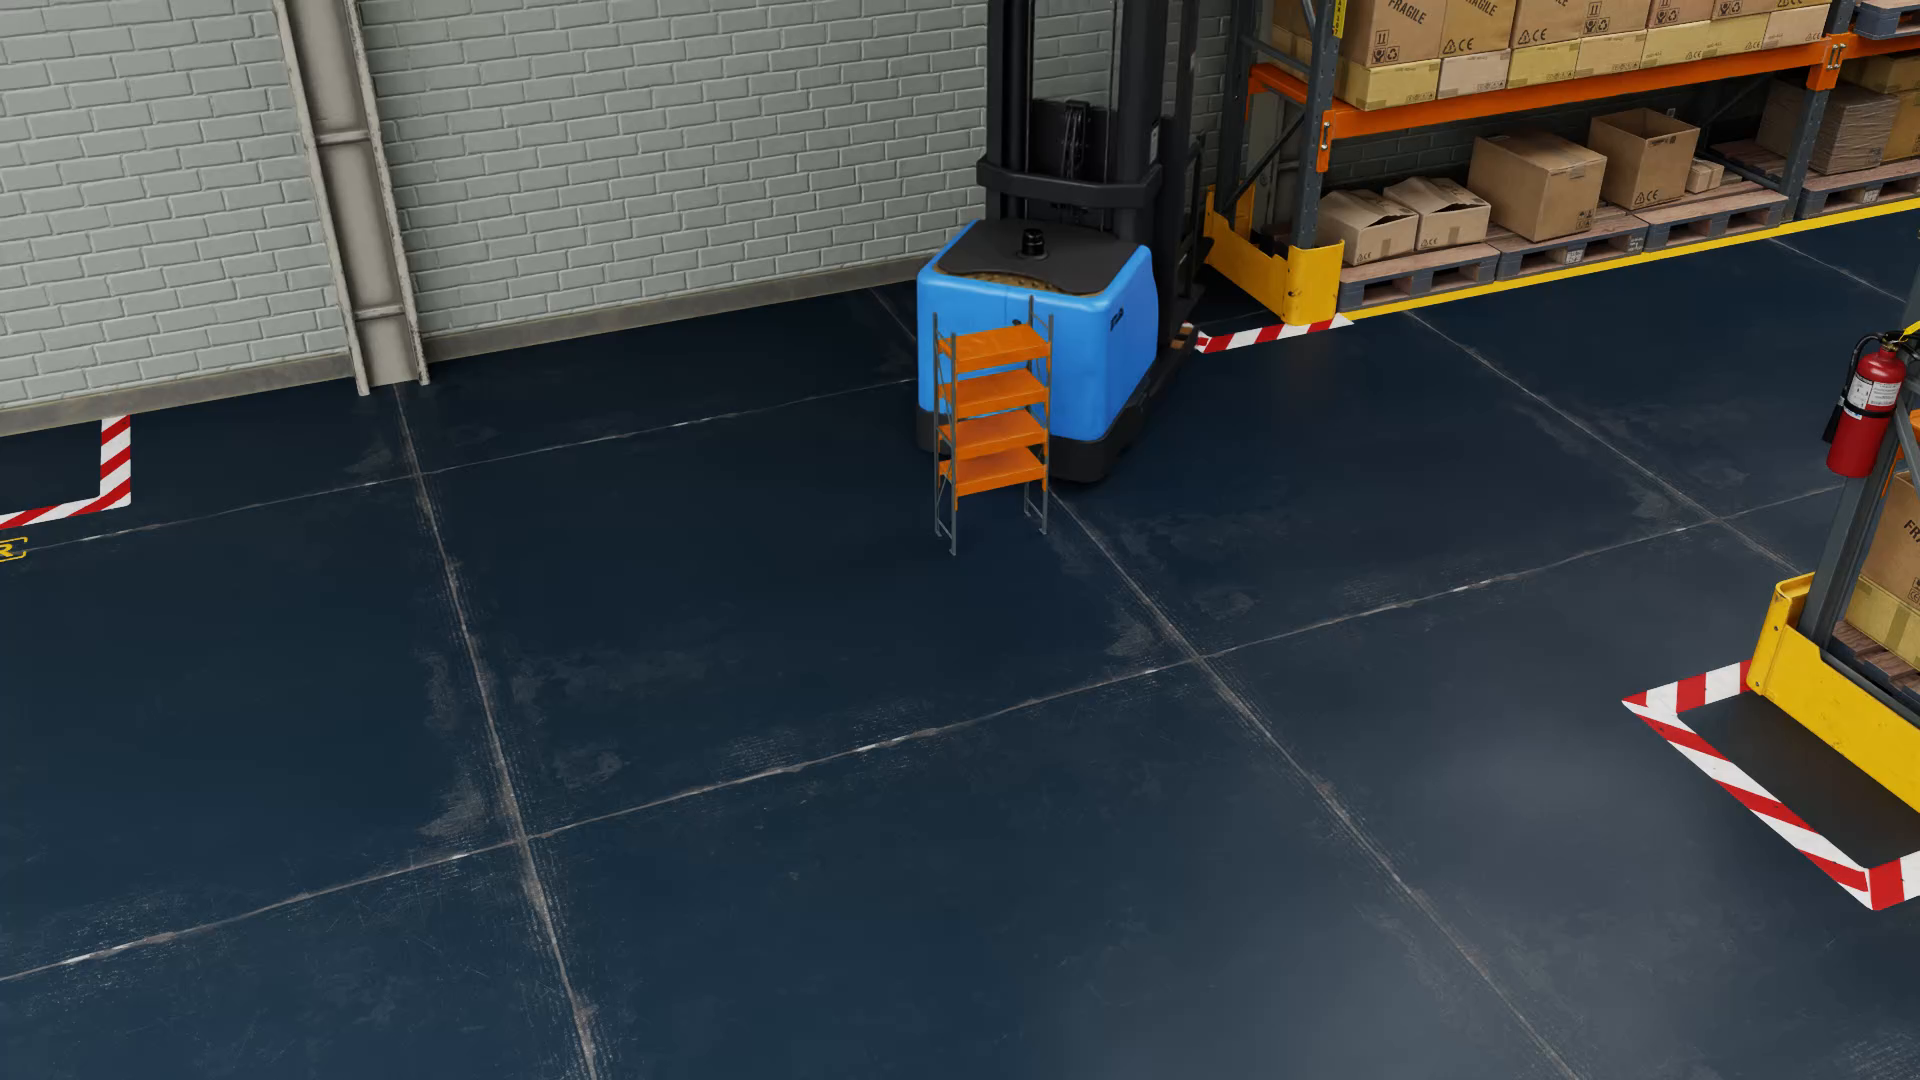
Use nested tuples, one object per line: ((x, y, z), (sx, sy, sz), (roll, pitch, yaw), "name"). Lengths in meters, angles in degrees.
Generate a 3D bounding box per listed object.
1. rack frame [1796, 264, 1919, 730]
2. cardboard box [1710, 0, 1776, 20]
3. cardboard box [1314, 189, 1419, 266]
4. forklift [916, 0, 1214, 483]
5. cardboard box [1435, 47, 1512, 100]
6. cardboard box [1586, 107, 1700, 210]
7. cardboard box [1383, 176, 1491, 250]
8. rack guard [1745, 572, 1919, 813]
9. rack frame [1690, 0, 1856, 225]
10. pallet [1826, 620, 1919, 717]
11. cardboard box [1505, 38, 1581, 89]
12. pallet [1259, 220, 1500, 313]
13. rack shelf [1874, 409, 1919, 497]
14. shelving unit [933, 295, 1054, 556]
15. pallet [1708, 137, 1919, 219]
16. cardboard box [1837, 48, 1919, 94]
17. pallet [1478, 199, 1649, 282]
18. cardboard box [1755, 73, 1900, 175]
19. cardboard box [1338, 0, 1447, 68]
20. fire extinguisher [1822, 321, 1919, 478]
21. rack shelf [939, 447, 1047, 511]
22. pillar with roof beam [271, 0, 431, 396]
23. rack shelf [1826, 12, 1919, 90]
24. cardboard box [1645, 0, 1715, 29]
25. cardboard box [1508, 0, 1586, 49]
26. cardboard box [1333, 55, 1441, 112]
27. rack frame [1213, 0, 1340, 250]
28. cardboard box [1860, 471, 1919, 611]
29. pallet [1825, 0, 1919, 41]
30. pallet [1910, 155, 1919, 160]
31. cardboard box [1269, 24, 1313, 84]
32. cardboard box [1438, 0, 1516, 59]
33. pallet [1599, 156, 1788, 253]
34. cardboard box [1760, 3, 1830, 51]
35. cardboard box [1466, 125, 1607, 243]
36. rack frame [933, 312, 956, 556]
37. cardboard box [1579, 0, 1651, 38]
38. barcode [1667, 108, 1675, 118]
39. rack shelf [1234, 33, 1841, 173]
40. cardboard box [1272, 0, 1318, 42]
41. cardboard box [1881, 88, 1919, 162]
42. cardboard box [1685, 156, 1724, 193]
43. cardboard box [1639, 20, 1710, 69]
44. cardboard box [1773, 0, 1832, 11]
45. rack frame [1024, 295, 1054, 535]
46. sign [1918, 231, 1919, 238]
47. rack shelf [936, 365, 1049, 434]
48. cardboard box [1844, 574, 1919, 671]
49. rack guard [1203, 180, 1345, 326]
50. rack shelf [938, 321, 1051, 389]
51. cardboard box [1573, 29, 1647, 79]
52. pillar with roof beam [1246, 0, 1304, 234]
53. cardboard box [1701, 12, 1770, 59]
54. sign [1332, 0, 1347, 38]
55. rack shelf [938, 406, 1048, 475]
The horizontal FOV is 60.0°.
((3.831, -0.394, 6.105), (0.127, 3.000, 1.000), (-13, 35, -19), "rack frame")
((4.824, -3.625, 10.502), (0.500, 0.500, 0.500), (-13, 35, -19), "cardboard box")
((2.583, -2.042, 10.700), (0.500, 0.311, 0.500), (-17, 37, -24), "cardboard box")
((0.785, -2.319, 9.126), (1.130, 2.935, 3.031), (12, 35, 18), "forklift")
((2.956, -2.890, 10.060), (0.500, 0.250, 0.500), (-14, 36, -20), "cardboard box")
((4.657, -2.626, 11.424), (0.500, 0.500, 0.500), (-16, 36, -22), "cardboard box")
((3.108, -2.162, 10.885), (0.500, 0.311, 0.500), (-10, 34, -15), "cardboard box")
((3.809, 0.659, 6.779), (0.348, 0.500, 1.175), (-13, 35, -19), "rack guard")
((5.598, -3.728, 11.230), (0.127, 3.000, 1.000), (-13, 35, -19), "rack frame")
((4.520, 0.593, 7.146), (1.213, 0.211, 1.003), (-13, 35, -19), "pallet")
((3.428, -2.994, 10.221), (0.500, 0.250, 0.500), (-13, 35, -20), "cardboard box")
((2.743, -1.885, 10.953), (1.213, 0.211, 1.003), (-13, 35, -19), "pallet")
((5.675, -0.514, 6.950), (4.000, 0.370, 1.077), (-13, 35, -19), "rack shelf")
((0.153, -0.538, 7.976), (0.503, 1.200, 0.258), (-13, 35, -19), "shelving unit")
((6.315, -2.725, 12.244), (1.213, 0.211, 1.003), (-13, 35, -19), "pallet")
((6.675, -3.438, 11.984), (0.500, 0.250, 0.500), (-14, 35, -20), "cardboard box")
((3.866, -2.140, 11.346), (1.213, 0.211, 1.003), (-13, 35, -19), "pallet")
((6.270, -3.029, 12.043), (0.500, 0.500, 0.700), (-12, 35, -17), "cardboard box")
((2.466, -3.093, 9.685), (0.500, 0.500, 0.500), (-13, 35, -19), "cardboard box")
((3.542, -0.570, 6.446), (0.183, 0.674, 0.296), (-13, 35, -19), "fire extinguisher")
((0.153, -0.315, 8.121), (0.480, 0.148, 0.258), (-13, 35, -19), "rack shelf")
((-1.645, -2.550, 3.917), (0.400, 9.000, 9.100), (-13, 35, -19), "pillar with roof beam")
((7.442, -3.849, 12.075), (4.000, 0.370, 1.077), (-13, 35, -19), "rack shelf")
((4.355, -3.524, 10.347), (0.500, 0.500, 0.500), (-14, 36, -20), "cardboard box")
((3.405, -3.299, 10.001), (0.500, 0.500, 0.500), (-14, 36, -20), "cardboard box")
((2.483, -2.773, 9.880), (0.500, 0.250, 0.500), (-14, 36, -20), "cardboard box")
((1.910, -2.884, 9.932), (0.127, 3.000, 1.000), (-13, 35, -19), "rack frame")
((4.210, 0.006, 6.940), (0.500, 0.500, 0.500), (-13, 35, -19), "cardboard box")
((6.359, -3.736, 11.418), (1.213, 0.211, 1.003), (-13, 35, -19), "pallet")
((7.442, -2.984, 12.643), (1.213, 0.211, 1.003), (-13, 35, -19), "pallet")
((2.266, -3.026, 10.269), (0.500, 0.250, 0.500), (-12, 35, -18), "cardboard box")
((2.926, -3.193, 9.838), (0.500, 0.500, 0.500), (-13, 35, -19), "cardboard box")
((4.993, -2.400, 11.745), (1.213, 0.211, 1.003), (-13, 35, -19), "pallet")
((5.279, -3.422, 10.877), (0.500, 0.250, 0.500), (-13, 35, -19), "cardboard box")
((3.804, -2.372, 11.033), (0.500, 0.500, 0.700), (-15, 36, -22), "cardboard box")
((-0.072, -0.486, 7.897), (0.015, 1.200, 0.240), (-13, 35, -19), "rack frame")
((3.876, -3.414, 10.178), (0.500, 0.500, 0.500), (-12, 35, -17), "cardboard box")
((5.007, -3.006, 11.715), (0.075, 0.075, 0.001), (-13, 35, -19), "barcode")
((3.754, -3.005, 10.777), (4.000, 0.370, 1.077), (-13, 35, -19), "rack shelf")
((2.262, -3.350, 10.080), (0.500, 0.500, 0.500), (-13, 35, -19), "cardboard box")
((6.727, -3.163, 12.250), (0.500, 0.500, 0.700), (-14, 35, -20), "cardboard box")
((5.116, -2.597, 11.686), (0.250, 0.166, 0.380), (-18, 37, -25), "cardboard box")
((4.358, -3.207, 10.547), (0.500, 0.250, 0.500), (-13, 35, -19), "cardboard box")
((5.282, -3.733, 10.668), (0.500, 0.500, 0.500), (-13, 35, -19), "cardboard box")
((0.378, -0.589, 8.056), (0.015, 1.200, 0.240), (-13, 35, -19), "rack frame")
((3.634, -1.254, 6.148), (0.005, 0.325, 0.100), (-13, 35, -19), "sign")
((0.153, -0.669, 7.891), (0.480, 0.148, 0.258), (-13, 35, -19), "rack shelf")
((4.211, 0.321, 7.142), (0.500, 0.250, 0.500), (-13, 35, -19), "cardboard box")
((1.980, -1.852, 10.638), (0.348, 0.500, 1.175), (-13, 35, -19), "rack guard")
((0.153, -0.867, 7.762), (0.480, 0.148, 0.258), (-13, 35, -19), "rack shelf")
((3.895, -3.100, 10.383), (0.500, 0.250, 0.500), (-13, 35, -19), "cardboard box")
((3.887, -3.816, 5.864), (0.400, 9.000, 9.100), (-13, 35, -19), "pillar with roof beam")
((4.816, -3.320, 10.722), (0.500, 0.250, 0.500), (-13, 35, -19), "cardboard box")
((2.120, -2.974, 9.277), (0.005, 0.325, 0.100), (-13, 35, -19), "sign")
((0.153, -0.481, 8.013), (0.480, 0.148, 0.258), (-13, 35, -19), "rack shelf")
